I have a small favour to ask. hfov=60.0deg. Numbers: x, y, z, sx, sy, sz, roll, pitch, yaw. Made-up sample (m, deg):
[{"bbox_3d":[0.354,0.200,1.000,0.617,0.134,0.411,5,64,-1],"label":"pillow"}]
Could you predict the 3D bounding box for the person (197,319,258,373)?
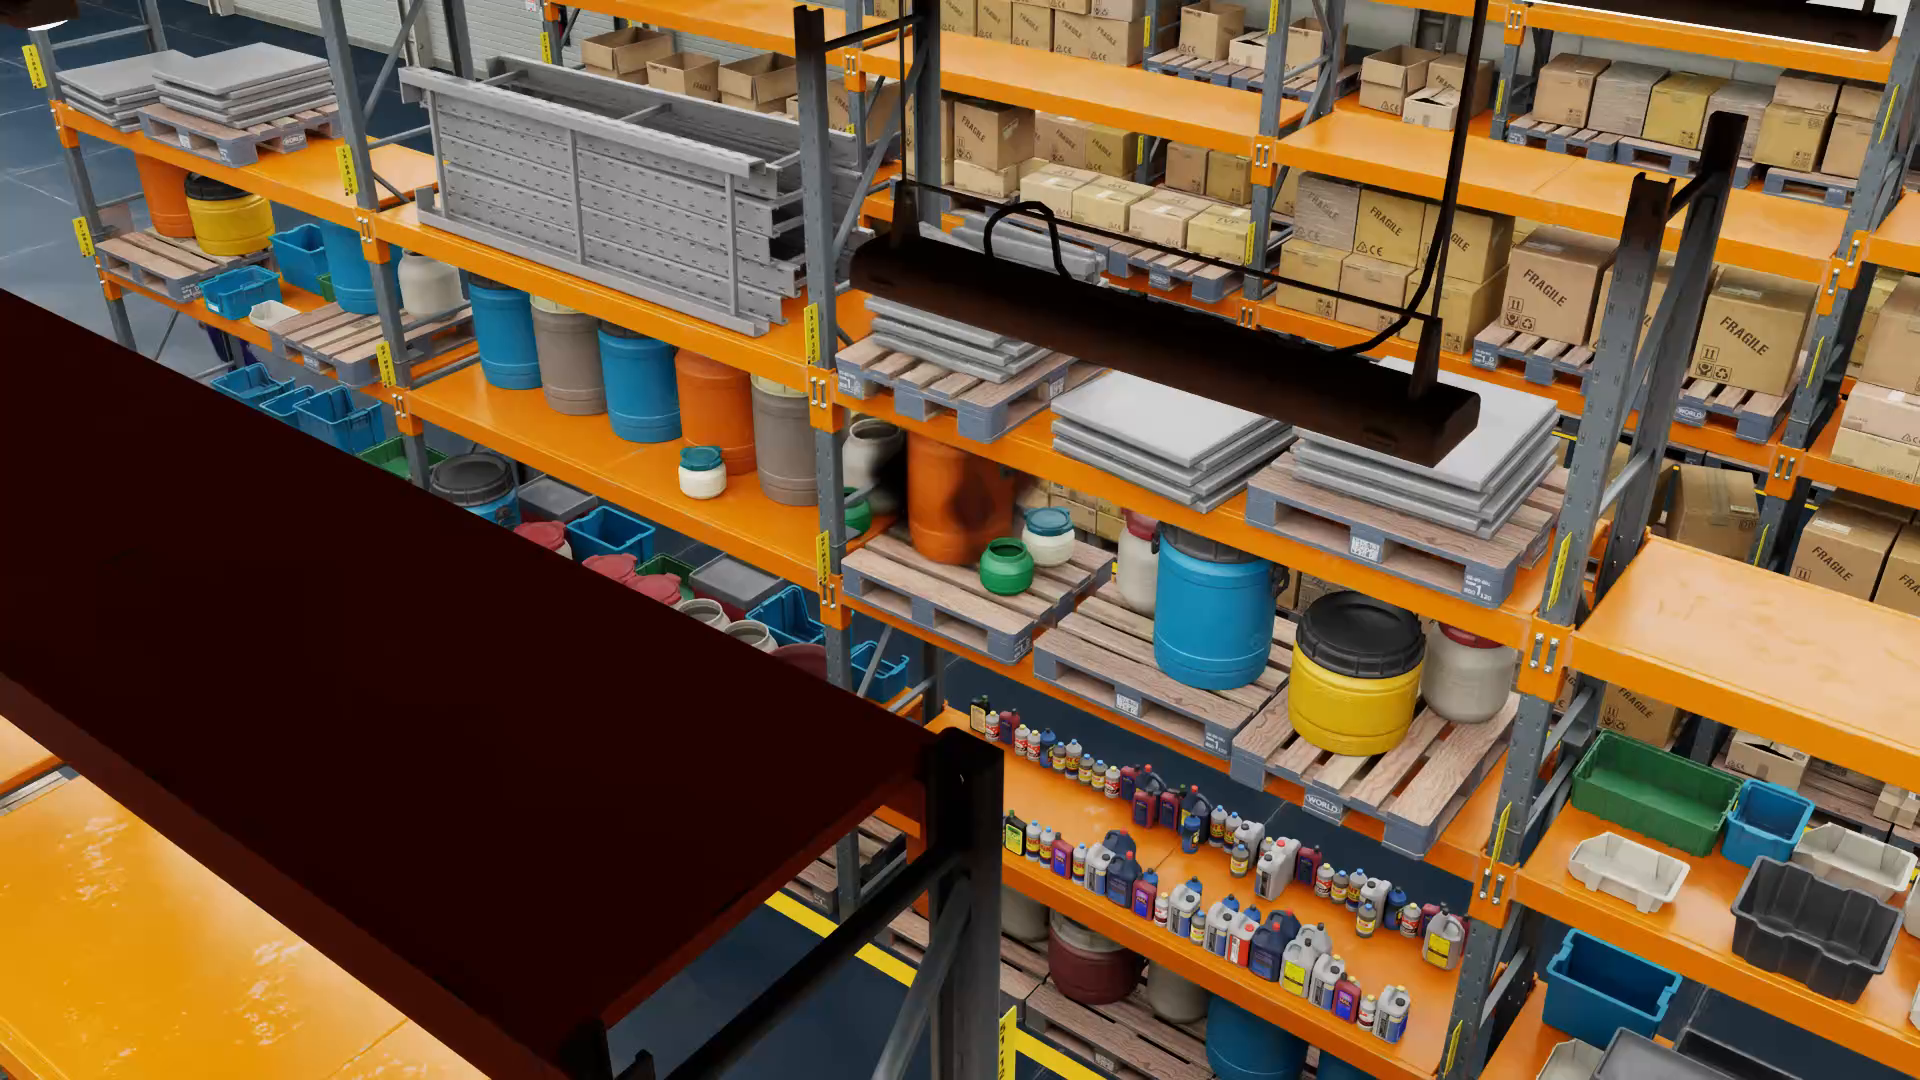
[{"bbox_3d":[-7.783,-2.301,17.532,0.574,1.703,0.364,9,33,15],"label":"person"}]
